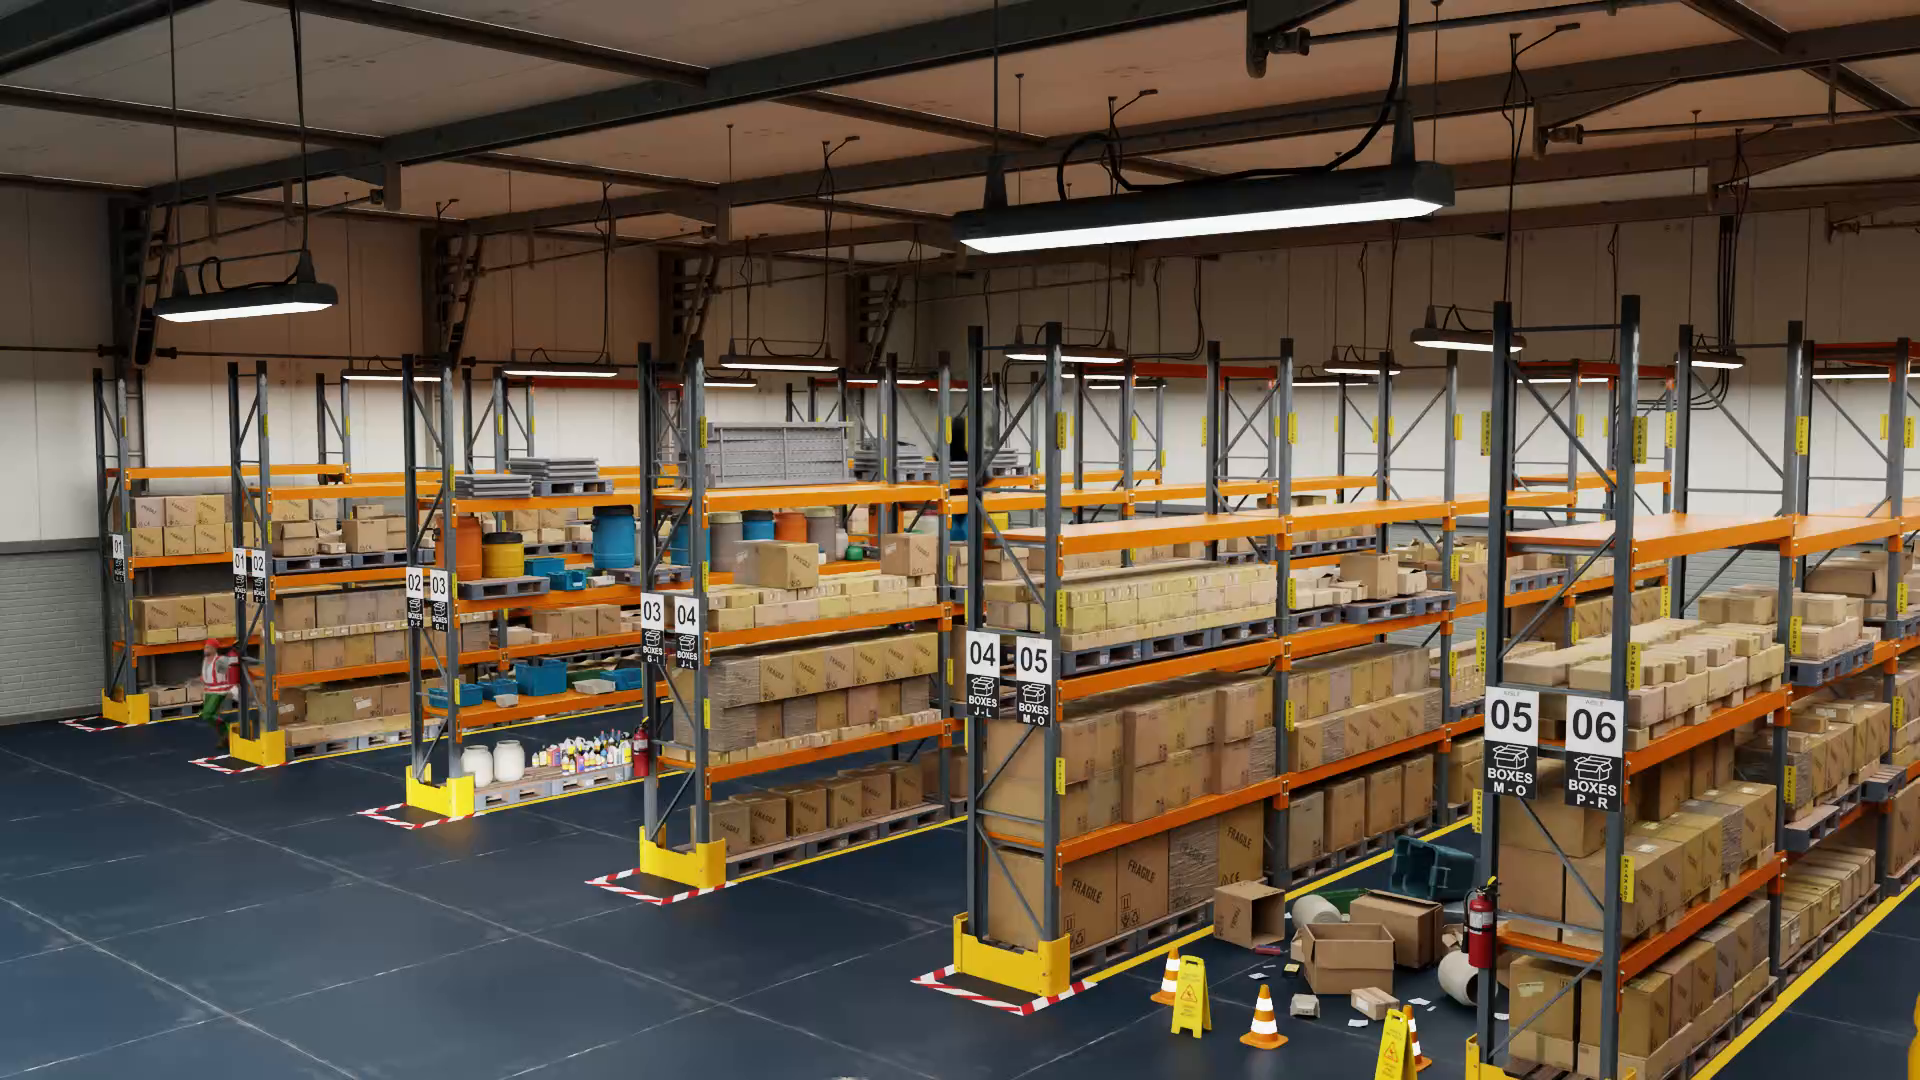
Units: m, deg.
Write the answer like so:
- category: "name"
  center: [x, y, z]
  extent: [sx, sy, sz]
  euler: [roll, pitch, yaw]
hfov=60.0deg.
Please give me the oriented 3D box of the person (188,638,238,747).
- category: "person"
  center: [-11.629, 2.392, 25.911]
  extent: [0.673, 1.729, 0.664]
  euler: [3, 5, 33]

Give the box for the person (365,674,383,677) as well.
- category: "person"
  center: [-9.960, 2.277, 28.248]
  extent: [0.565, 1.688, 0.796]
  euler: [3, 5, 37]
